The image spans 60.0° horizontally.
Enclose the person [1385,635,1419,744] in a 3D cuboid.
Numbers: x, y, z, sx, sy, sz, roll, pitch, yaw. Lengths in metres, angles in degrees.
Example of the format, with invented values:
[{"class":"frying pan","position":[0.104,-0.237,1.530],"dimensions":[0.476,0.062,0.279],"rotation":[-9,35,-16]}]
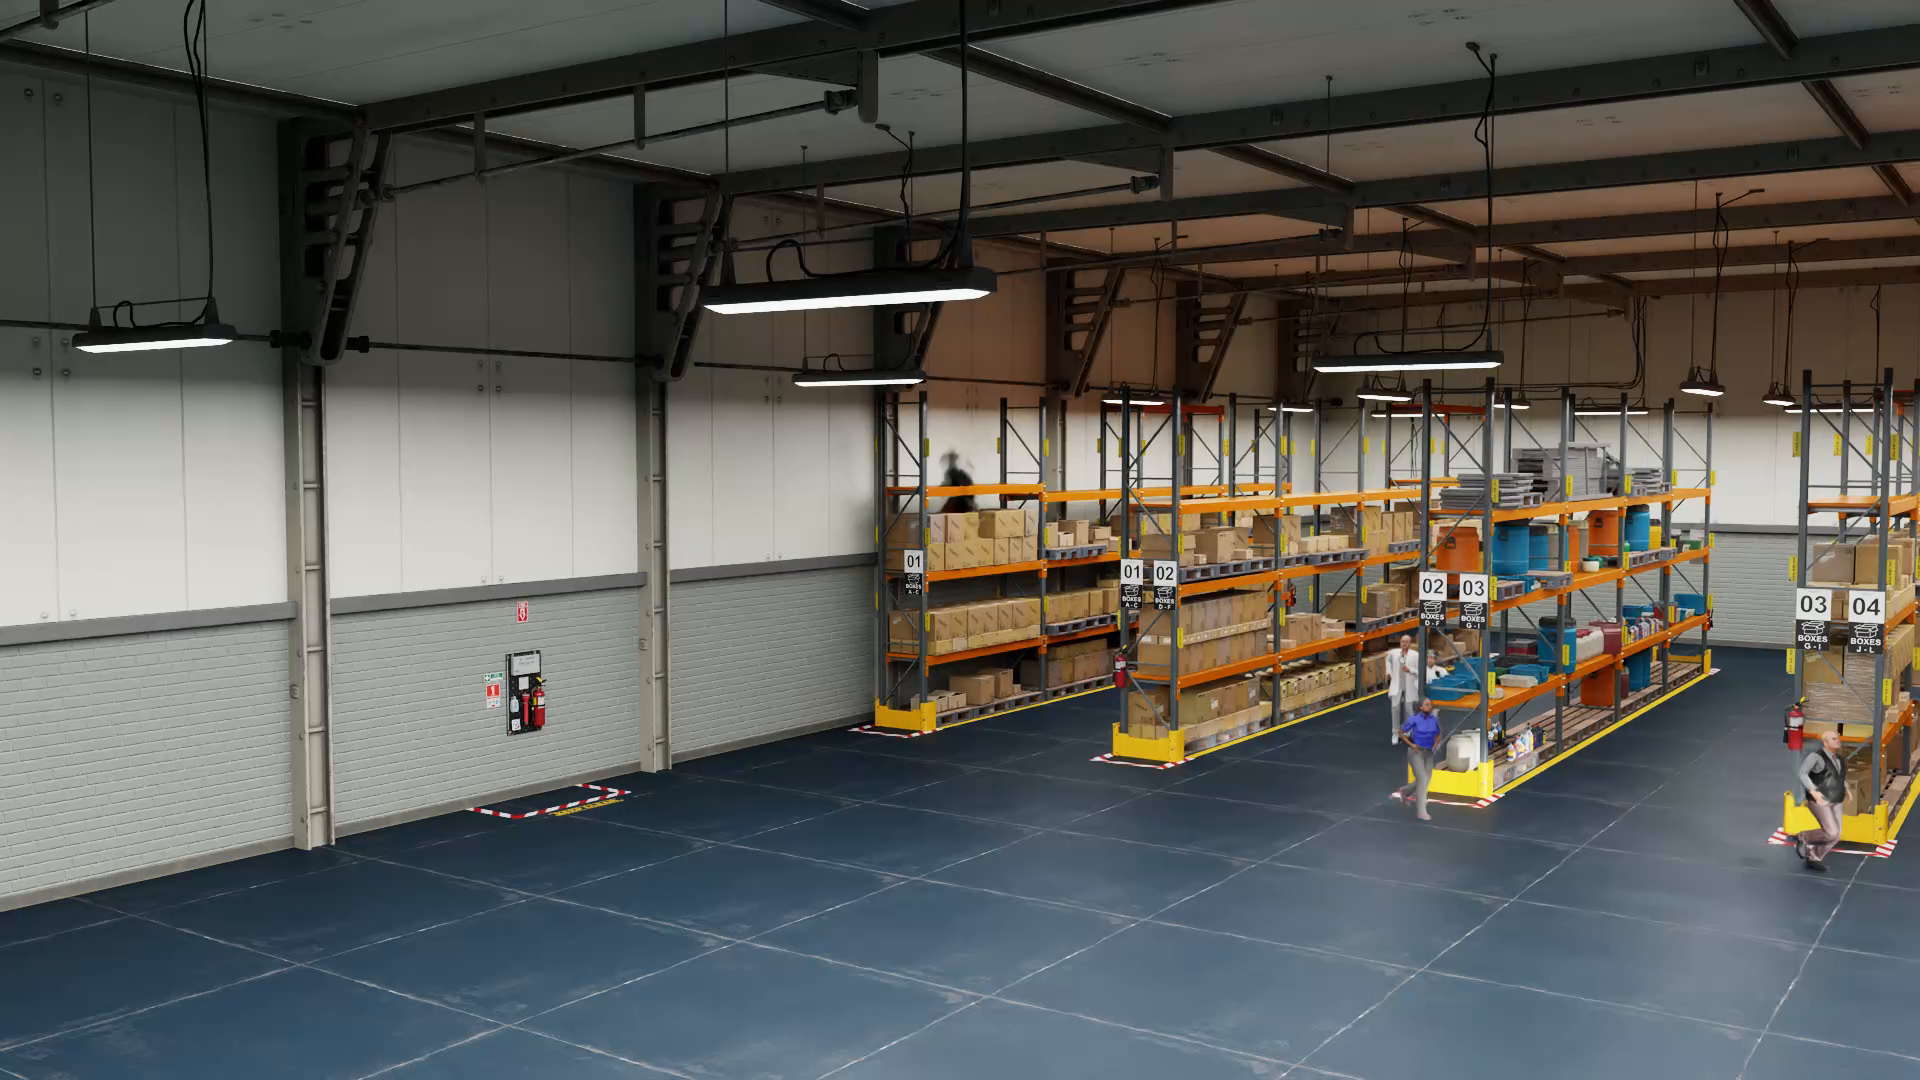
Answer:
[{"class":"person","position":[7.572,2.537,28.341],"dimensions":[0.685,1.844,0.796],"rotation":[1,3,21]}]

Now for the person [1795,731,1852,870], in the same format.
[{"class":"person","position":[10.275,3.081,19.717],"dimensions":[0.644,1.642,0.548],"rotation":[-1,3,-21]}]

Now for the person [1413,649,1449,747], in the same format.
[{"class":"person","position":[7.774,2.633,27.438],"dimensions":[0.590,1.660,0.619],"rotation":[2,4,32]}]

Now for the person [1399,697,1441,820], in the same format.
[{"class":"person","position":[6.297,2.959,22.710],"dimensions":[0.597,1.646,0.732],"rotation":[-1,3,-21]}]
